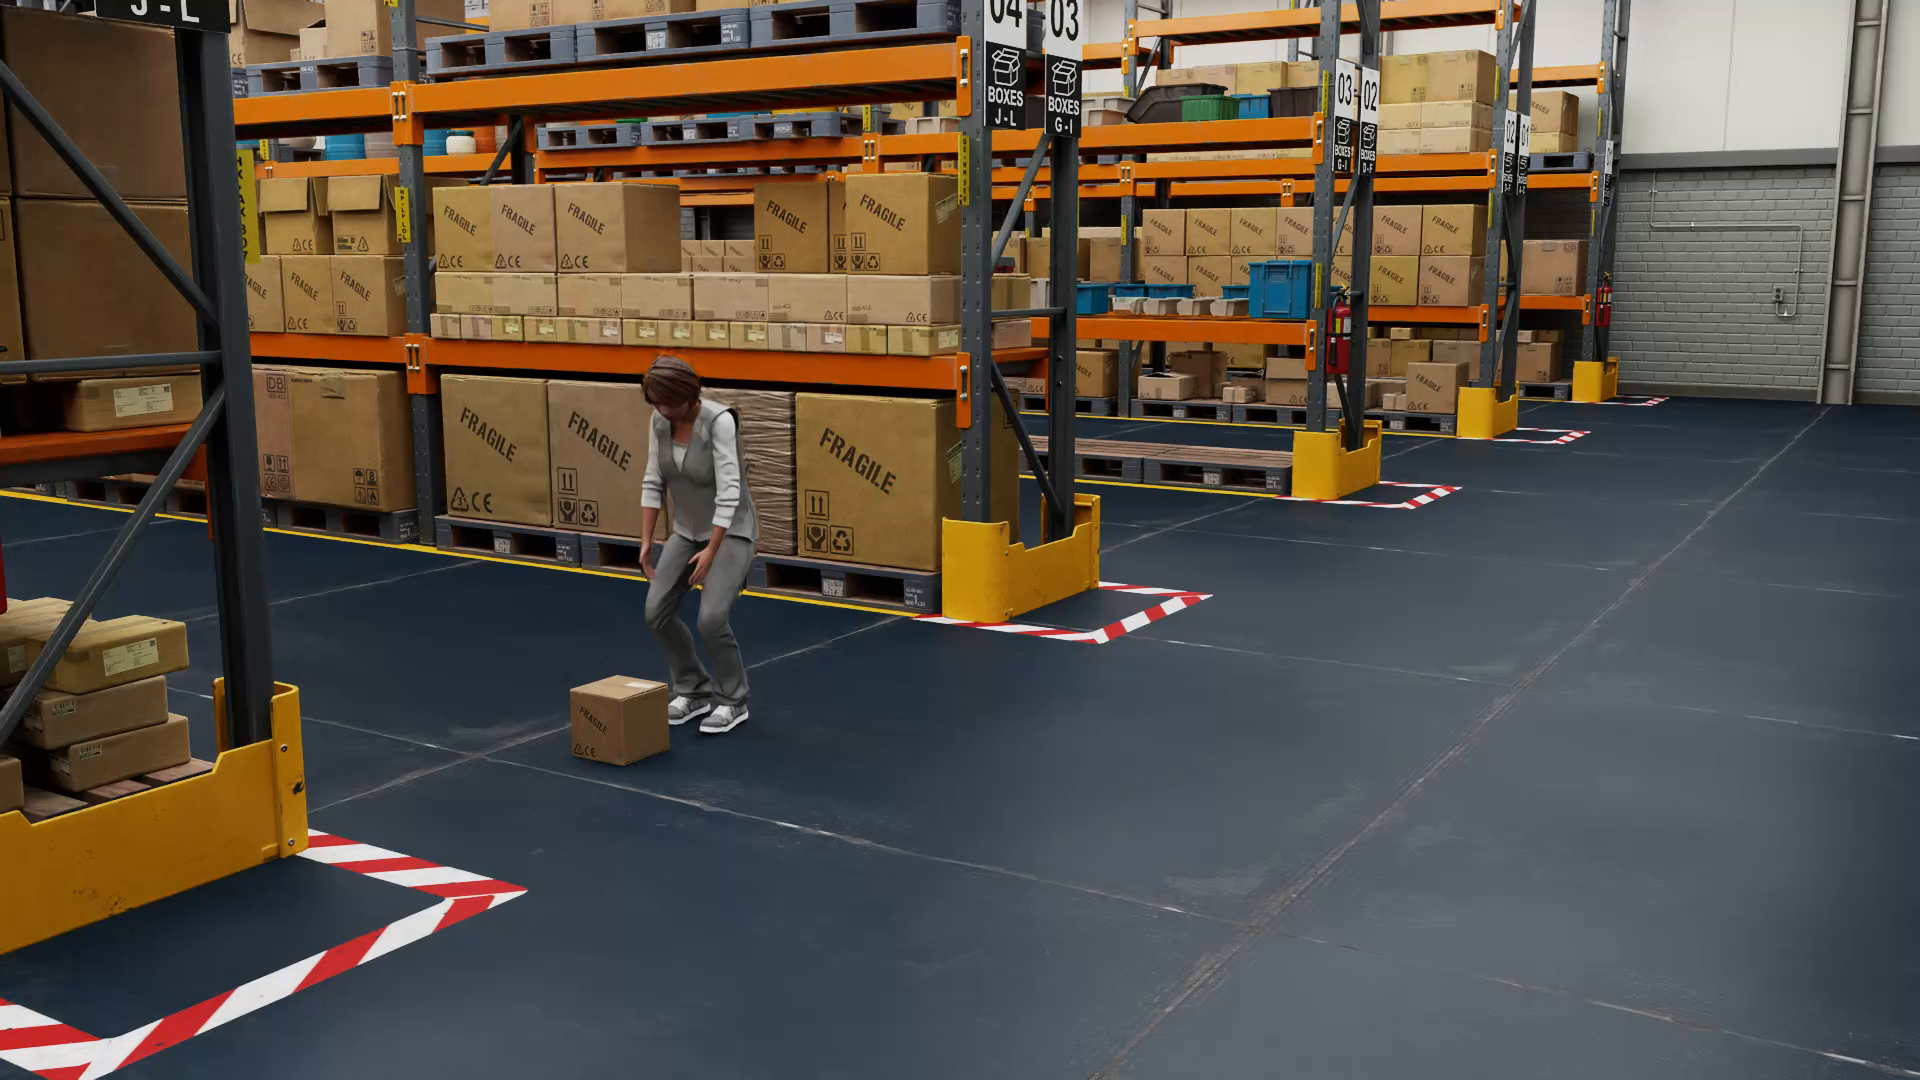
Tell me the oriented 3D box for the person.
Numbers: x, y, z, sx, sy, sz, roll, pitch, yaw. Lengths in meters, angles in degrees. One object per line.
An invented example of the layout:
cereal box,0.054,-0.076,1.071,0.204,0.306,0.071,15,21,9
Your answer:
person,-0.982,0.021,6.330,0.454,1.429,0.540,6,11,32
